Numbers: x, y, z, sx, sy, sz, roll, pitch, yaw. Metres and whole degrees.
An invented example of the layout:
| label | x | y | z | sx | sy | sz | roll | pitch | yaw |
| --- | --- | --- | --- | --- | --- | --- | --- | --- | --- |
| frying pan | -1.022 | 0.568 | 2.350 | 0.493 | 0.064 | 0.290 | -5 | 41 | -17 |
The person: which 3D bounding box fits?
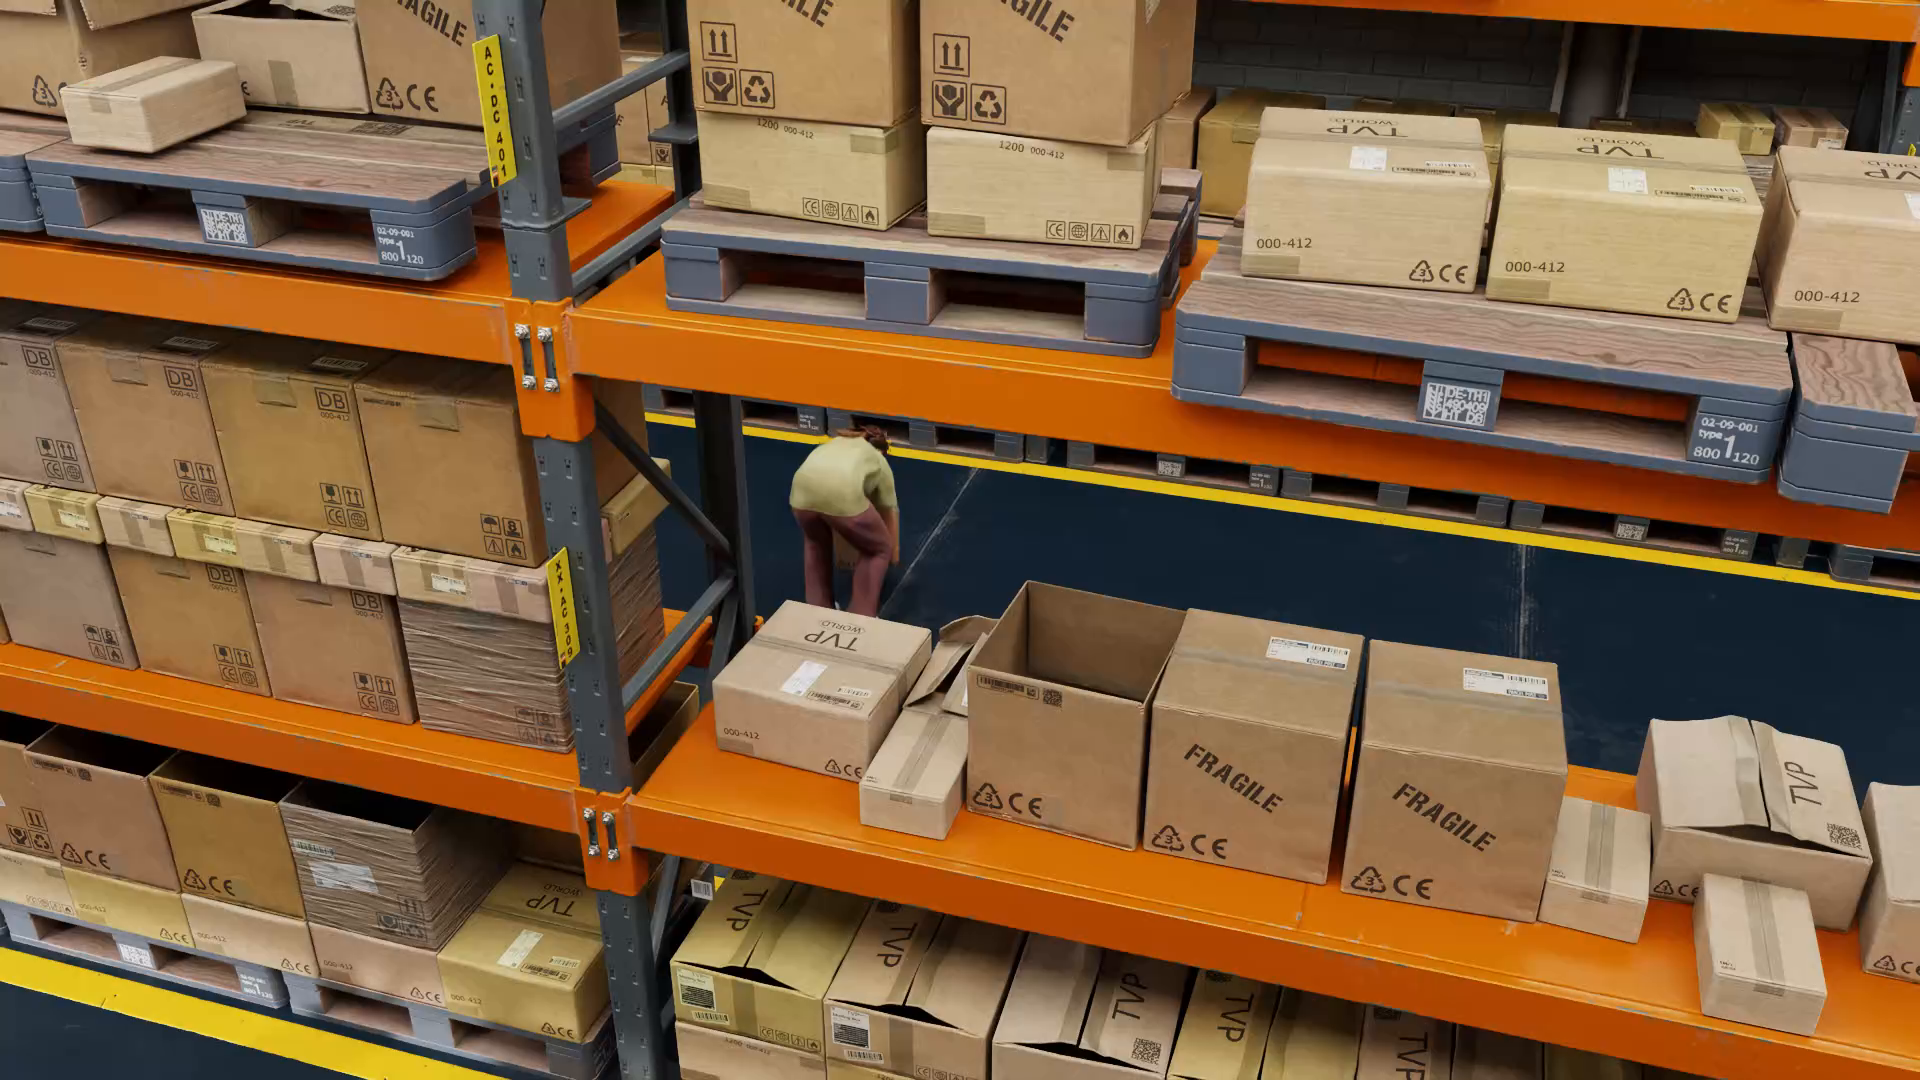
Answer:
| label | x | y | z | sx | sy | sz | roll | pitch | yaw |
| --- | --- | --- | --- | --- | --- | --- | --- | --- | --- |
| person | -0.517 | -0.059 | 7.885 | 0.439 | 0.985 | 0.863 | 7 | 30 | 13 |
